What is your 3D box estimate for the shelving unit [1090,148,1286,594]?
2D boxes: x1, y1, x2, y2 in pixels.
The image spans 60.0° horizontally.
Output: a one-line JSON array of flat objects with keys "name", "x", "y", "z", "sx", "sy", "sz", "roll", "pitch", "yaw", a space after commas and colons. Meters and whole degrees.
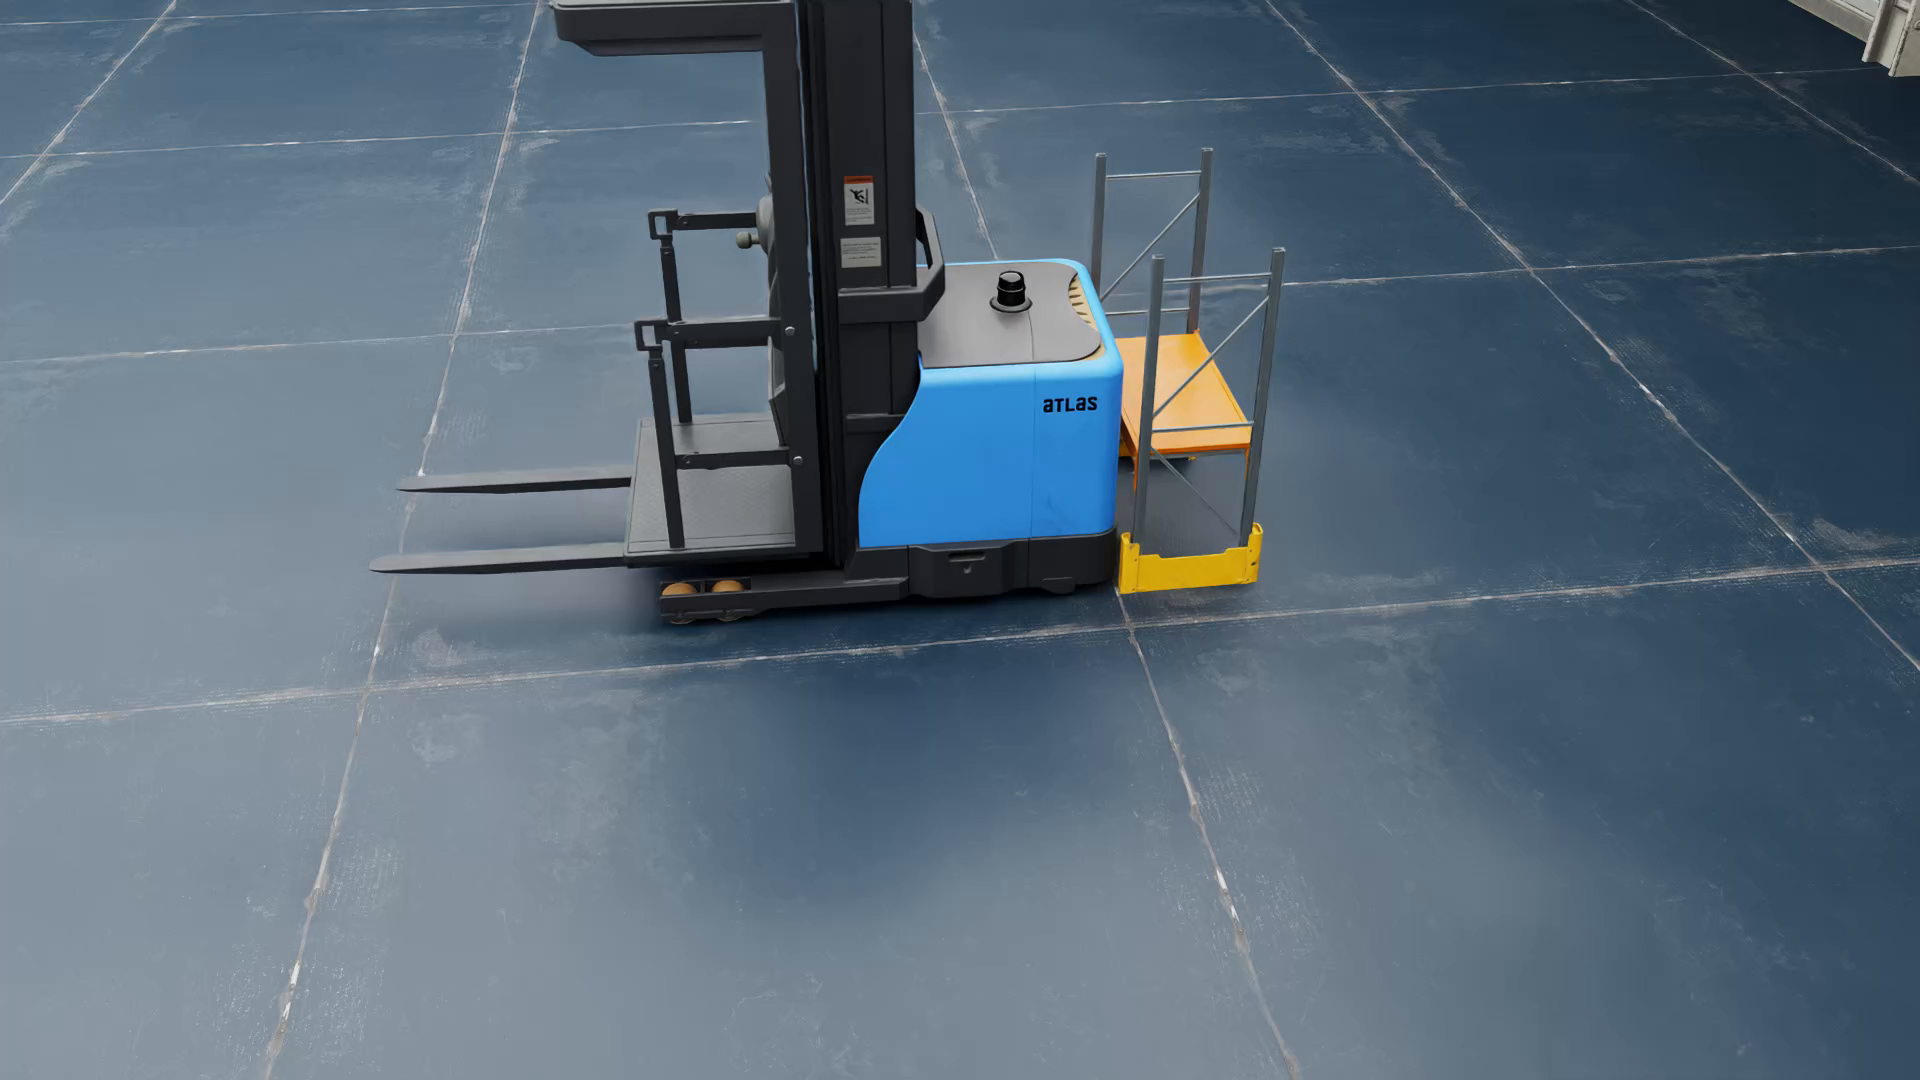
[{"name": "shelving unit", "x": 0.887, "y": -0.719, "z": 6.973, "sx": 0.587, "sy": 1.500, "sz": 1.083, "roll": -4, "pitch": 35, "yaw": -7}]

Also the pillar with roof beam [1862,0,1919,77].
[{"name": "pillar with roof beam", "x": 2.736, "y": -6.932, "z": 9.431, "sx": 9.100, "sy": 9.000, "sz": 0.400, "roll": -4, "pitch": 35, "yaw": -6}]

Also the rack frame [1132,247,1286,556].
[{"name": "rack frame", "x": 0.956, "y": -0.441, "z": 6.565, "sx": 0.500, "sy": 1.500, "sz": 0.032, "roll": -4, "pitch": 35, "yaw": -7}]

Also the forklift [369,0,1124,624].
[{"name": "forklift", "x": -0.905, "y": -1.183, "z": 6.384, "sx": 3.031, "sy": 2.935, "sz": 1.130, "roll": -3, "pitch": 34, "yaw": -5}]

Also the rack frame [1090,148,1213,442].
[{"name": "rack frame", "x": 0.816, "y": -1.008, "z": 7.397, "sx": 0.500, "sy": 1.500, "sz": 0.032, "roll": -4, "pitch": 35, "yaw": -7}]

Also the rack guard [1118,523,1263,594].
[{"name": "rack guard", "x": 0.956, "y": 0.075, "z": 6.918, "sx": 0.587, "sy": 0.250, "sz": 0.087, "roll": -4, "pitch": 35, "yaw": -7}]

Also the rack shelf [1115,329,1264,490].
[{"name": "rack shelf", "x": 0.886, "y": -0.576, "z": 7.082, "sx": 0.538, "sy": 0.185, "sz": 1.000, "roll": -4, "pitch": 35, "yaw": -7}]

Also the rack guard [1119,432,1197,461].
[{"name": "rack guard", "x": 0.818, "y": -0.480, "z": 7.733, "sx": 0.587, "sy": 0.250, "sz": 0.087, "roll": -4, "pitch": 35, "yaw": -7}]
